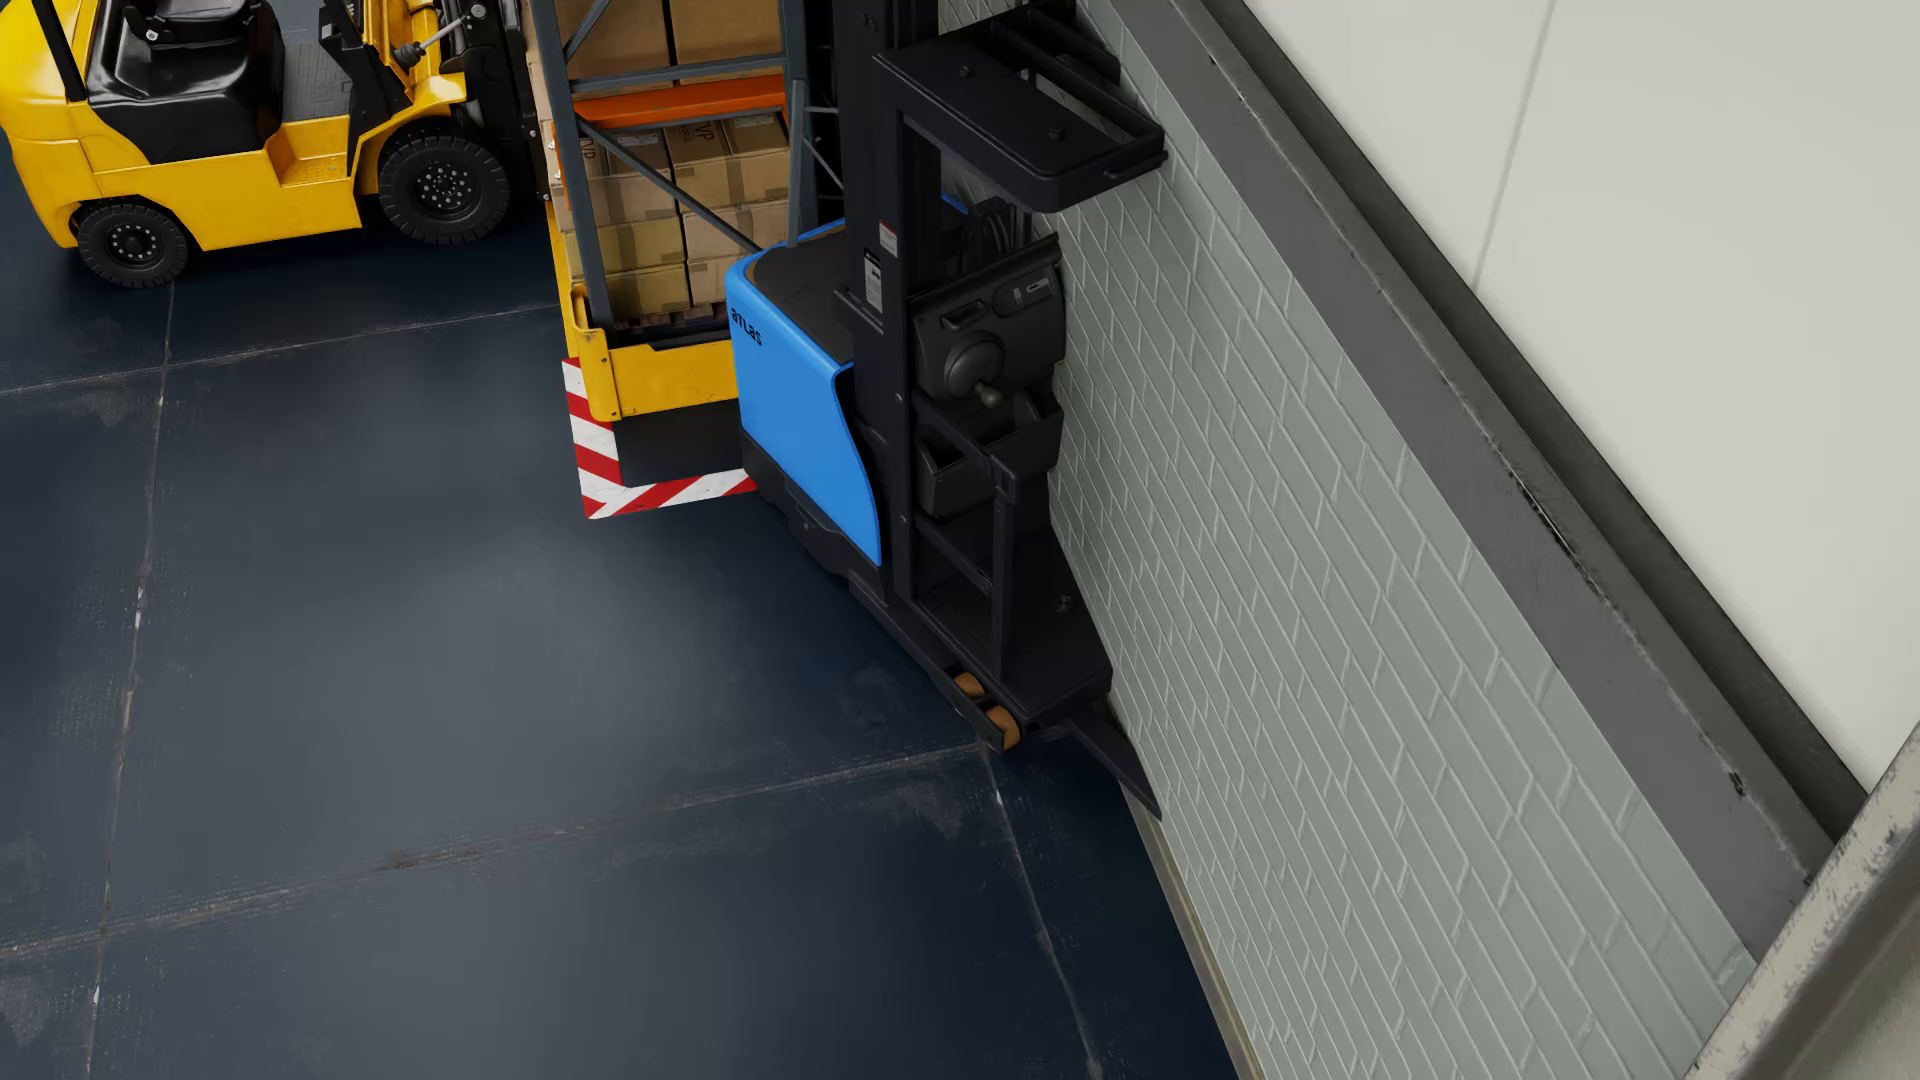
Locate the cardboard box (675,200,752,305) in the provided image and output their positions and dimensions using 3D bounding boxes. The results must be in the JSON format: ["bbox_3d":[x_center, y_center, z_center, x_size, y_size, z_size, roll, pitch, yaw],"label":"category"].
[{"bbox_3d":[-1.021,-1.356,7.609,0.500,0.250,0.500,-11,47,-10],"label":"cardboard box"}]

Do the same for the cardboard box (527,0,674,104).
[{"bbox_3d":[-1.464,-2.123,6.660,0.500,0.500,0.500,-12,47,-11],"label":"cardboard box"}]

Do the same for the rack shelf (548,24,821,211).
[{"bbox_3d":[-1.596,-2.925,8.020,1.077,0.370,4.000,-11,47,-10],"label":"rack shelf"}]

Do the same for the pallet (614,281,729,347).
[{"bbox_3d":[-1.321,-1.341,7.916,1.003,0.211,1.213,-11,47,-10],"label":"pallet"}]

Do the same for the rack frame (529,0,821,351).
[{"bbox_3d":[-1.084,-1.796,6.410,1.000,3.000,0.127,-11,47,-10],"label":"rack frame"}]

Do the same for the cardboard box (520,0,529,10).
[{"bbox_3d":[-1.901,-2.641,8.169,0.500,0.250,0.500,-12,47,-11],"label":"cardboard box"}]

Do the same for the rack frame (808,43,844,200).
[{"bbox_3d":[-0.501,-1.493,7.278,0.500,1.500,0.032,2,29,-6],"label":"rack frame"}]

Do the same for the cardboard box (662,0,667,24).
[{"bbox_3d":[-1.097,-2.580,7.108,0.500,0.500,0.500,-9,46,-9],"label":"cardboard box"}]

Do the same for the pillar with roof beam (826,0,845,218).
[{"bbox_3d":[-4.553,-3.754,4.129,9.100,9.000,0.400,-11,47,-10],"label":"pillar with roof beam"}]

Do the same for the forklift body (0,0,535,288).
[{"bbox_3d":[-3.333,-2.475,7.669,2.313,2.155,1.214,-11,47,-10],"label":"forklift body"}]

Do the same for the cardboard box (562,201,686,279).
[{"bbox_3d":[-1.511,-1.435,7.337,0.500,0.250,0.500,-11,47,-11],"label":"cardboard box"}]

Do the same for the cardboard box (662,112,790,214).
[{"bbox_3d":[-1.024,-1.697,7.244,0.500,0.250,0.500,-11,47,-11],"label":"cardboard box"}]

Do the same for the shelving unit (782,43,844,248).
[{"bbox_3d":[-0.463,-1.251,6.843,0.587,1.500,1.083,2,29,-6],"label":"shelving unit"}]

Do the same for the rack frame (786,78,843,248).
[{"bbox_3d":[-0.423,-1.000,6.392,0.500,1.500,0.032,2,29,-6],"label":"rack frame"}]

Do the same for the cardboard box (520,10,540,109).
[{"bbox_3d":[-1.779,-2.290,7.825,0.500,0.250,0.500,-10,46,-10],"label":"cardboard box"}]

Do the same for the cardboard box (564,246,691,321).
[{"bbox_3d":[-1.510,-1.247,7.503,0.500,0.250,0.500,-10,46,-10],"label":"cardboard box"}]

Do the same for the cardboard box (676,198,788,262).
[{"bbox_3d":[-1.004,-1.518,7.419,0.500,0.250,0.500,-10,46,-10],"label":"cardboard box"}]

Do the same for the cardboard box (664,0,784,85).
[{"bbox_3d":[-0.943,-2.224,6.759,0.500,0.500,0.500,-9,46,-9],"label":"cardboard box"}]

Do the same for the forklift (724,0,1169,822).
[{"bbox_3d":[0.374,-0.666,5.351,1.130,2.935,3.031,-28,52,-25],"label":"forklift"}]

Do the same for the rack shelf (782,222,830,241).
[{"bbox_3d":[-0.478,-1.090,6.921,0.538,0.185,1.000,2,29,-6],"label":"rack shelf"}]

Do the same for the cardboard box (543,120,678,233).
[{"bbox_3d":[-1.504,-1.592,7.141,0.500,0.250,0.500,-9,46,-9],"label":"cardboard box"}]

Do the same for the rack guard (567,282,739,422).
[{"bbox_3d":[-1.078,-0.905,7.287,1.175,0.500,0.348,-11,47,-10],"label":"rack guard"}]

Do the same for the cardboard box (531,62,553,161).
[{"bbox_3d":[-1.640,-1.943,7.485,0.500,0.250,0.500,-10,46,-10],"label":"cardboard box"}]
